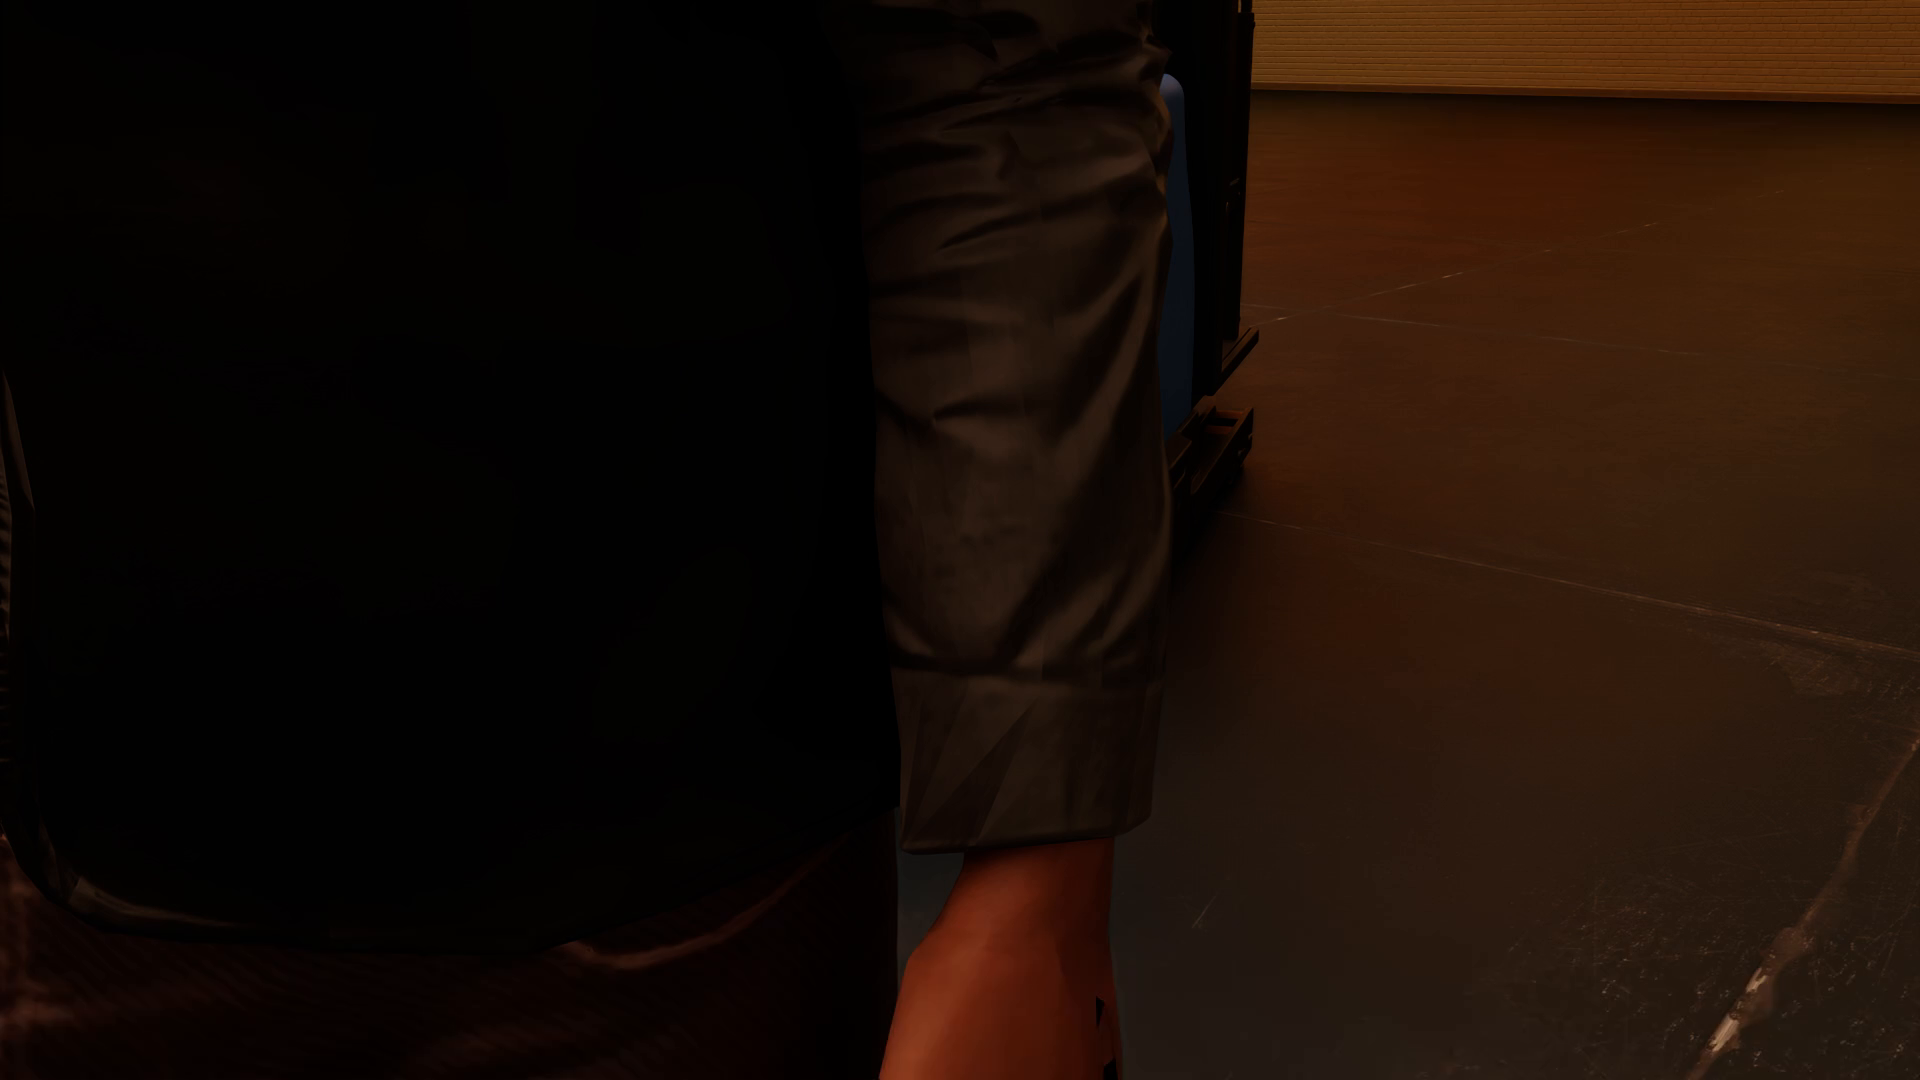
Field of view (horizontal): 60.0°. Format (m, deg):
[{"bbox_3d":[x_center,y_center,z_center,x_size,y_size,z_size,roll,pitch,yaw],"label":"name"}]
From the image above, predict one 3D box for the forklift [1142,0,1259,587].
[{"bbox_3d":[0.182,-1.571,4.072,1.130,2.935,3.031,5,18,17],"label":"forklift"}]
